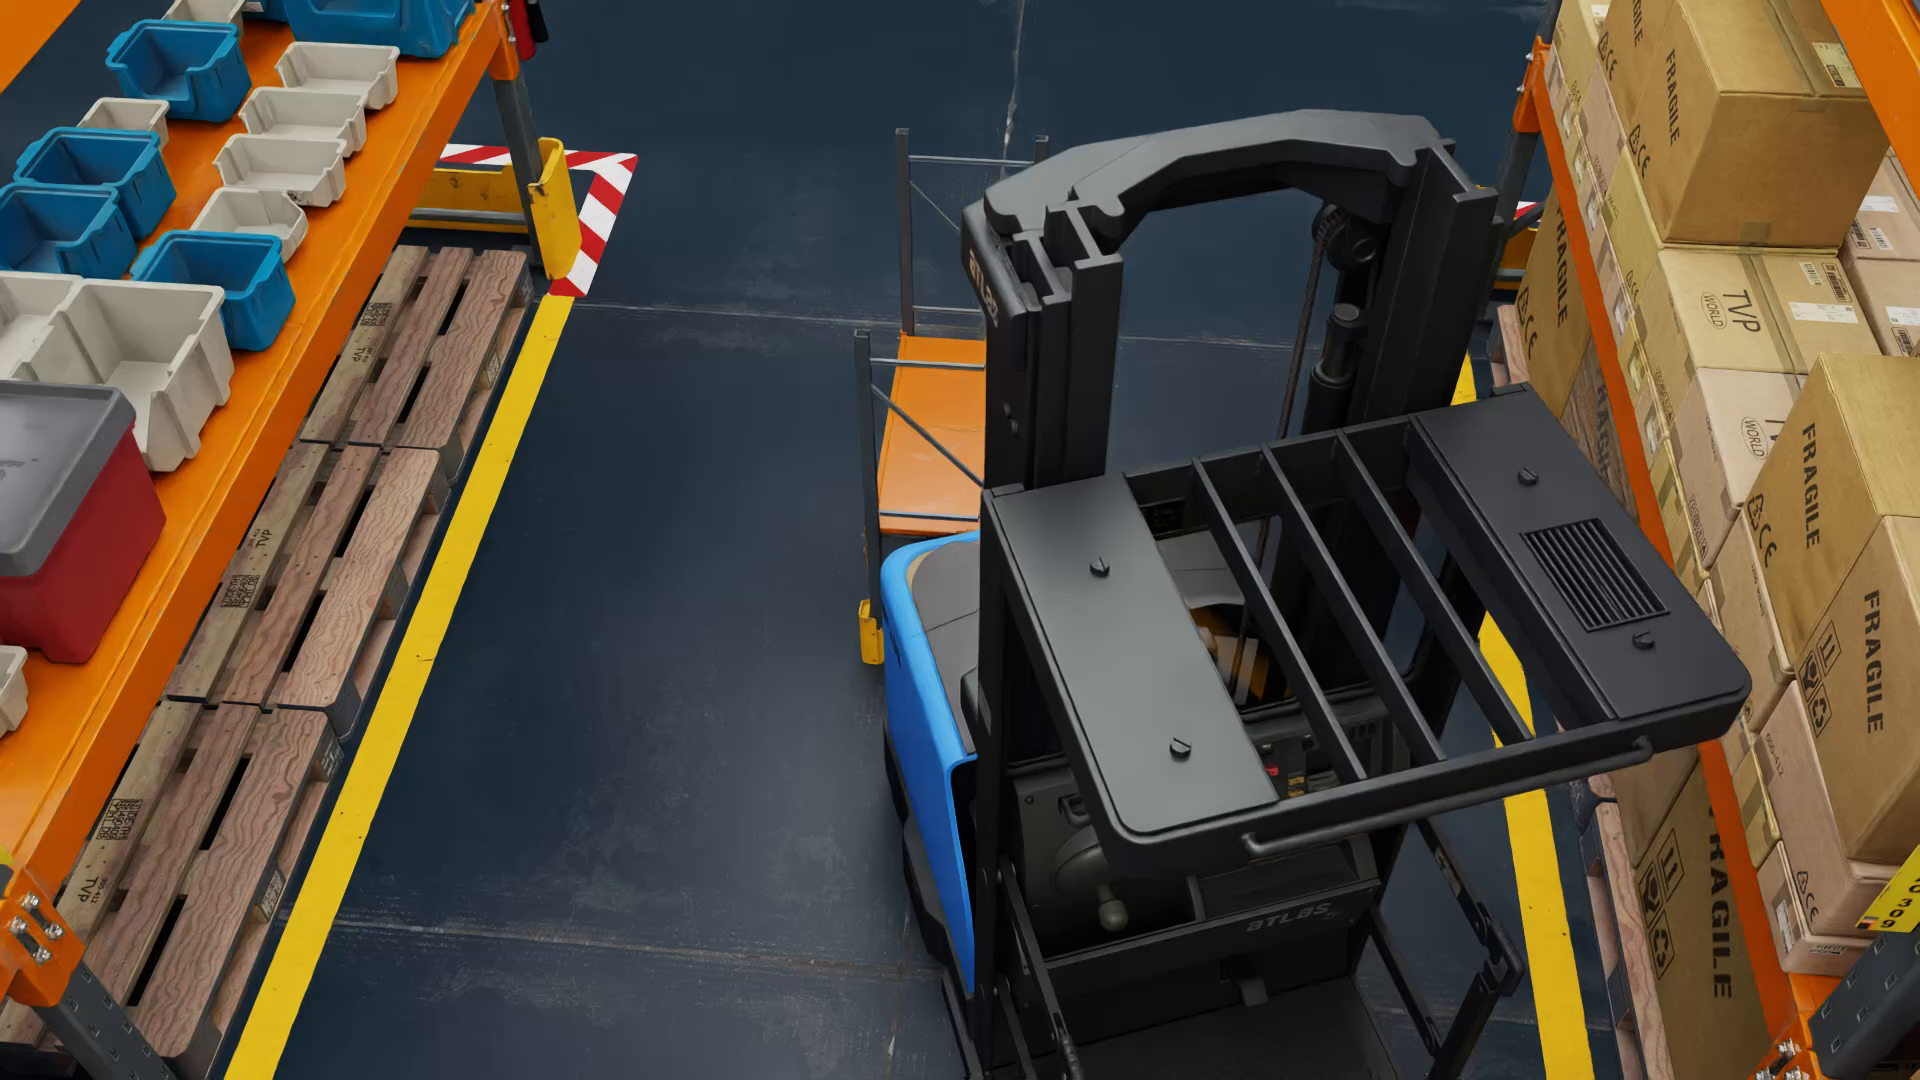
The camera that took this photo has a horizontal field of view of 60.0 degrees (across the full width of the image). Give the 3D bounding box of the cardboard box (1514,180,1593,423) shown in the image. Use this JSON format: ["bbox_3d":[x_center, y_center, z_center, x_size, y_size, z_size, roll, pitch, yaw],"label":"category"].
[{"bbox_3d":[2.673,-0.910,6.205,0.875,0.875,0.875,4,48,4],"label":"cardboard box"}]

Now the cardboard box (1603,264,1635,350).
[{"bbox_3d":[2.176,-0.693,5.021,0.380,0.149,0.250,3,48,3],"label":"cardboard box"}]

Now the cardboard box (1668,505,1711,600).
[{"bbox_3d":[2.082,0.060,4.332,0.380,0.149,0.250,5,48,4],"label":"cardboard box"}]

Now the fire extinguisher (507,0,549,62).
[{"bbox_3d":[-1.814,-2.223,6.555,0.296,0.674,0.183,4,48,4],"label":"fire extinguisher"}]

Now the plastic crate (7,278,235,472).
[{"bbox_3d":[-2.323,-0.445,4.664,0.437,0.282,0.530,4,48,4],"label":"plastic crate"}]

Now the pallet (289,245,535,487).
[{"bbox_3d":[-2.394,-0.750,6.793,1.003,0.211,1.213,4,48,4],"label":"pallet"}]

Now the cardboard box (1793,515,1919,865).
[{"bbox_3d":[2.063,0.319,3.317,0.500,0.500,0.500,5,48,5],"label":"cardboard box"}]

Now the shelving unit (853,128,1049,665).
[{"bbox_3d":[-0.007,-0.450,5.645,0.587,1.500,1.083,4,48,4],"label":"shelving unit"}]

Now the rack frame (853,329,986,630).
[{"bbox_3d":[-0.054,-0.070,5.298,0.500,1.500,0.032,4,48,4],"label":"rack frame"}]

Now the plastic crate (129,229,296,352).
[{"bbox_3d":[-2.213,-0.732,4.959,0.416,0.233,0.300,4,48,4],"label":"plastic crate"}]

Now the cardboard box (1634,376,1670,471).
[{"bbox_3d":[2.130,-0.315,4.675,0.380,0.149,0.250,5,48,4],"label":"cardboard box"}]

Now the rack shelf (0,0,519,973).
[{"bbox_3d":[-2.463,-0.582,5.237,1.077,0.370,4.000,4,48,4],"label":"rack shelf"}]

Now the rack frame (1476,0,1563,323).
[{"bbox_3d":[2.652,-1.961,6.011,1.000,3.000,0.127,4,48,4],"label":"rack frame"}]

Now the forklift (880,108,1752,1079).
[{"bbox_3d":[0.640,0.715,3.609,1.130,2.935,3.031,-12,49,-10],"label":"forklift"}]

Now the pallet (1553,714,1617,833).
[{"bbox_3d":[2.543,0.467,5.680,1.003,0.211,1.213,4,48,4],"label":"pallet"}]

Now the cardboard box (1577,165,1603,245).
[{"bbox_3d":[2.223,-1.069,5.366,0.380,0.149,0.250,3,48,3],"label":"cardboard box"}]

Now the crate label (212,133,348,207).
[{"bbox_3d":[-2.217,-1.196,5.449,0.396,0.136,0.243,4,48,4],"label":"crate label"}]

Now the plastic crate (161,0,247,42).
[{"bbox_3d":[-2.743,-1.836,6.035,0.250,0.136,0.298,4,48,4],"label":"plastic crate"}]

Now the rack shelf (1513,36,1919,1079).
[{"bbox_3d":[2.469,-0.249,4.932,1.077,0.370,4.000,4,48,4],"label":"rack shelf"}]

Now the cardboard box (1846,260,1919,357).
[{"bbox_3d":[2.735,-0.508,4.581,0.500,0.250,0.500,4,48,4],"label":"cardboard box"}]

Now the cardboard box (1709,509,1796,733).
[{"bbox_3d":[2.111,0.206,3.929,0.500,0.250,0.500,5,48,5],"label":"cardboard box"}]

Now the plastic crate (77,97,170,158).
[{"bbox_3d":[-2.805,-1.338,5.579,0.250,0.136,0.298,4,48,4],"label":"plastic crate"}]

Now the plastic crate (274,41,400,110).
[{"bbox_3d":[-2.175,-1.614,5.832,0.396,0.136,0.243,4,48,4],"label":"plastic crate"}]

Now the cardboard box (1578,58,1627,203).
[{"bbox_3d":[2.298,-1.294,5.301,0.500,0.250,0.500,3,48,3],"label":"cardboard box"}]

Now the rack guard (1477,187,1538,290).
[{"bbox_3d":[2.654,-1.135,6.950,1.175,0.500,0.348,4,48,4],"label":"rack guard"}]

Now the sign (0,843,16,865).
[{"bbox_3d":[-2.098,0.590,3.490,0.100,0.325,0.005,4,48,4],"label":"sign"}]

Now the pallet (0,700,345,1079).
[{"bbox_3d":[-2.617,1.043,5.153,1.003,0.211,1.213,4,48,4],"label":"pallet"}]

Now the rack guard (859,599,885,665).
[{"bbox_3d":[-0.052,0.338,5.772,0.587,0.250,0.087,4,48,4],"label":"rack guard"}]

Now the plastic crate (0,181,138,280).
[{"bbox_3d":[-2.778,-0.911,5.123,0.416,0.233,0.300,4,48,4],"label":"plastic crate"}]

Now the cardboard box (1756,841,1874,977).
[{"bbox_3d":[1.989,0.817,3.641,0.380,0.149,0.250,4,48,4],"label":"cardboard box"}]

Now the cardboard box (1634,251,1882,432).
[{"bbox_3d":[2.207,-0.541,4.612,0.500,0.250,0.500,3,48,3],"label":"cardboard box"}]

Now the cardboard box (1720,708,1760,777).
[{"bbox_3d":[2.035,0.439,3.986,0.380,0.149,0.250,3,48,3],"label":"cardboard box"}]

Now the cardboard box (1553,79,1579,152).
[{"bbox_3d":[2.269,-1.449,5.713,0.380,0.149,0.250,3,48,3],"label":"cardboard box"}]

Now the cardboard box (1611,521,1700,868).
[{"bbox_3d":[2.509,0.412,4.995,0.875,0.875,0.875,4,48,4],"label":"cardboard box"}]

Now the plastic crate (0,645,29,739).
[{"bbox_3d":[-2.461,0.381,4.007,0.396,0.136,0.243,4,48,4],"label":"plastic crate"}]

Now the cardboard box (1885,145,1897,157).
[{"bbox_3d":[2.825,-1.265,5.274,0.500,0.250,0.500,3,48,3],"label":"cardboard box"}]

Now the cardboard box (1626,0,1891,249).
[{"bbox_3d":[2.252,-1.181,4.689,0.500,0.500,0.500,3,48,2],"label":"cardboard box"}]
